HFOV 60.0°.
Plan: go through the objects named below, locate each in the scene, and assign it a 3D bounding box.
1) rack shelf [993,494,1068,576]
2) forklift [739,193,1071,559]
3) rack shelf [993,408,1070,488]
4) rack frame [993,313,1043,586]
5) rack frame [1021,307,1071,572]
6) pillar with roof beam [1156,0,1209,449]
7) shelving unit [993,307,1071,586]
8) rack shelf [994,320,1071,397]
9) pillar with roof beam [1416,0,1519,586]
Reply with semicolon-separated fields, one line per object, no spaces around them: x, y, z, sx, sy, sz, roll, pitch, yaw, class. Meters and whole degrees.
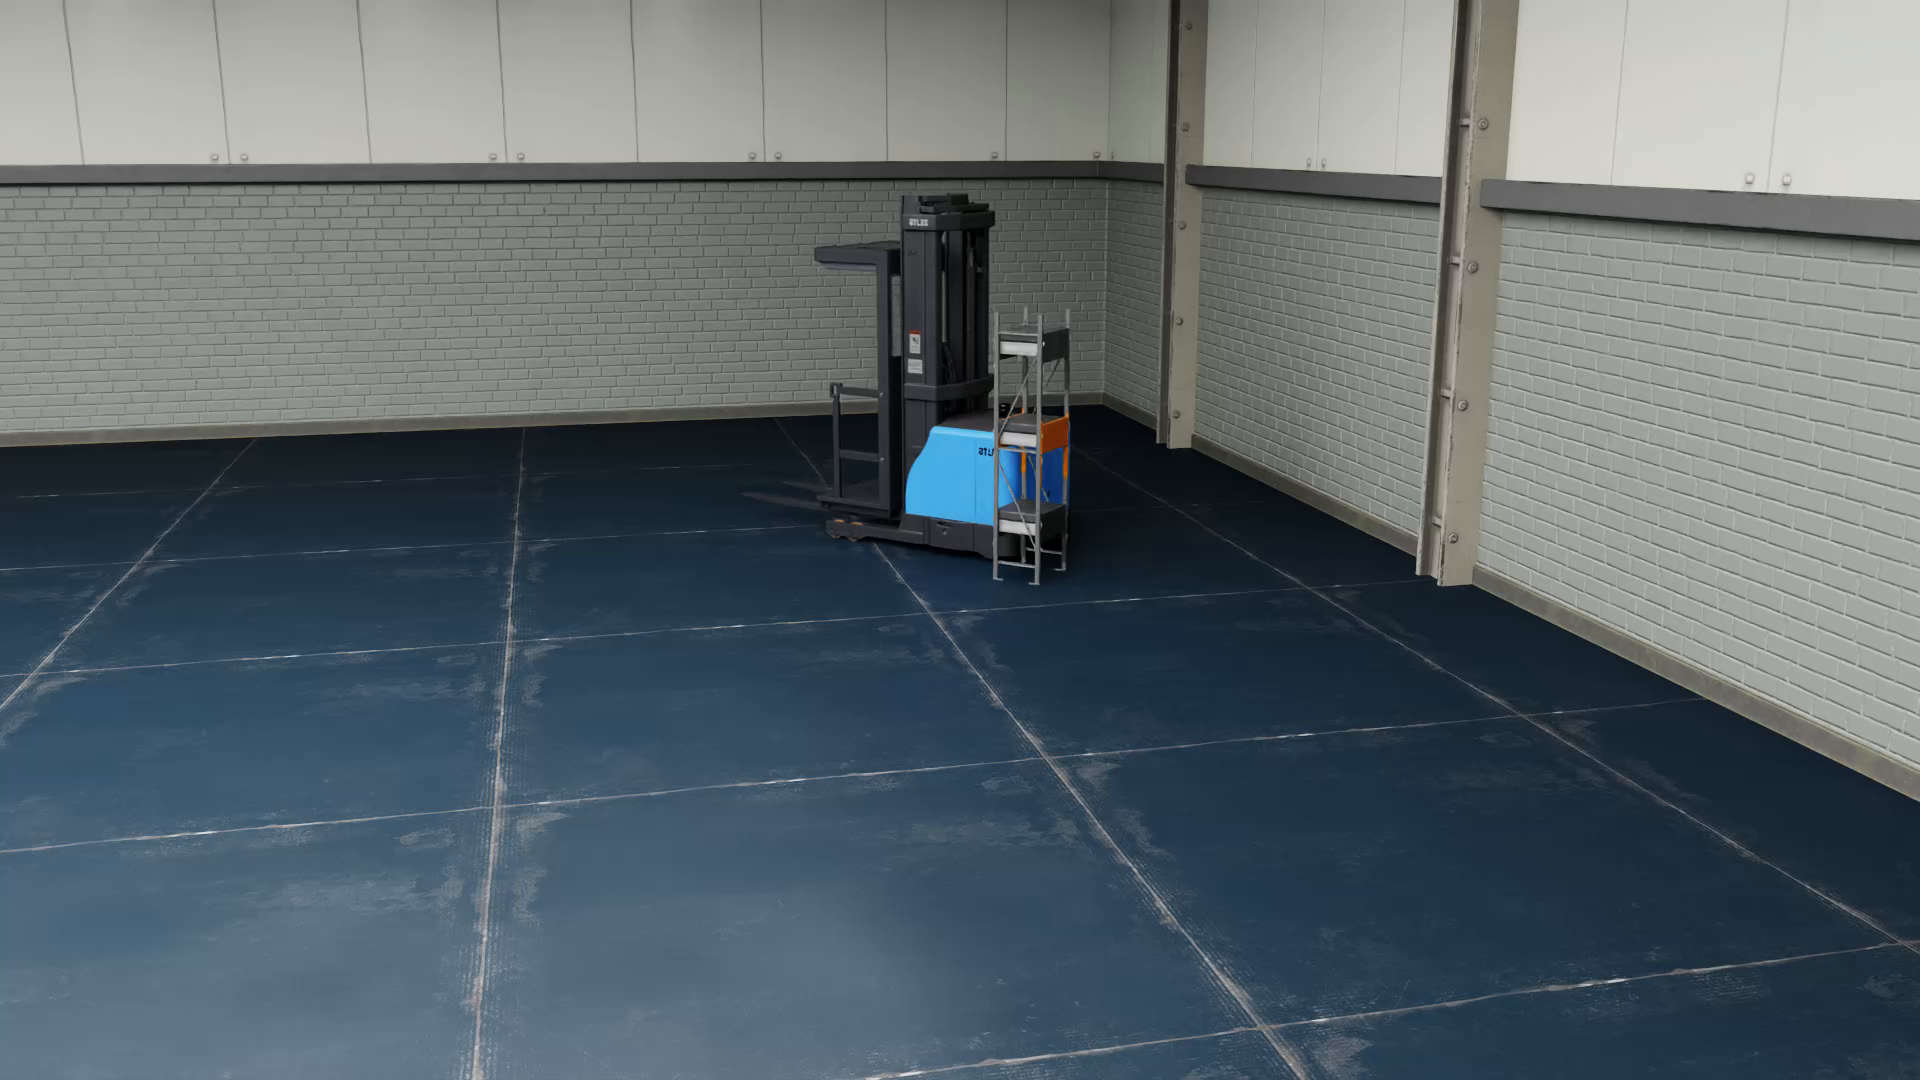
0.560;-0.047;13.199;0.431;0.518;0.480;8;16;28;rack shelf
-0.568;-1.508;14.423;3.031;2.935;1.130;9;16;31;forklift
0.561;-0.727;13.033;0.431;0.518;0.480;8;16;28;rack shelf
0.442;-0.689;12.822;0.400;2.100;0.015;8;16;28;rack frame
0.679;-0.790;13.237;0.400;2.100;0.015;8;16;28;rack frame
-1.749;-5.210;16.790;9.100;9.000;0.400;-3;14;-13;pillar with roof beam
0.561;-0.740;13.029;0.431;2.100;0.503;8;16;28;shelving unit
0.561;-1.407;12.867;0.431;0.518;0.480;8;16;28;rack shelf
-0.340;-3.825;11.124;9.100;9.000;0.400;-3;14;-13;pillar with roof beam
